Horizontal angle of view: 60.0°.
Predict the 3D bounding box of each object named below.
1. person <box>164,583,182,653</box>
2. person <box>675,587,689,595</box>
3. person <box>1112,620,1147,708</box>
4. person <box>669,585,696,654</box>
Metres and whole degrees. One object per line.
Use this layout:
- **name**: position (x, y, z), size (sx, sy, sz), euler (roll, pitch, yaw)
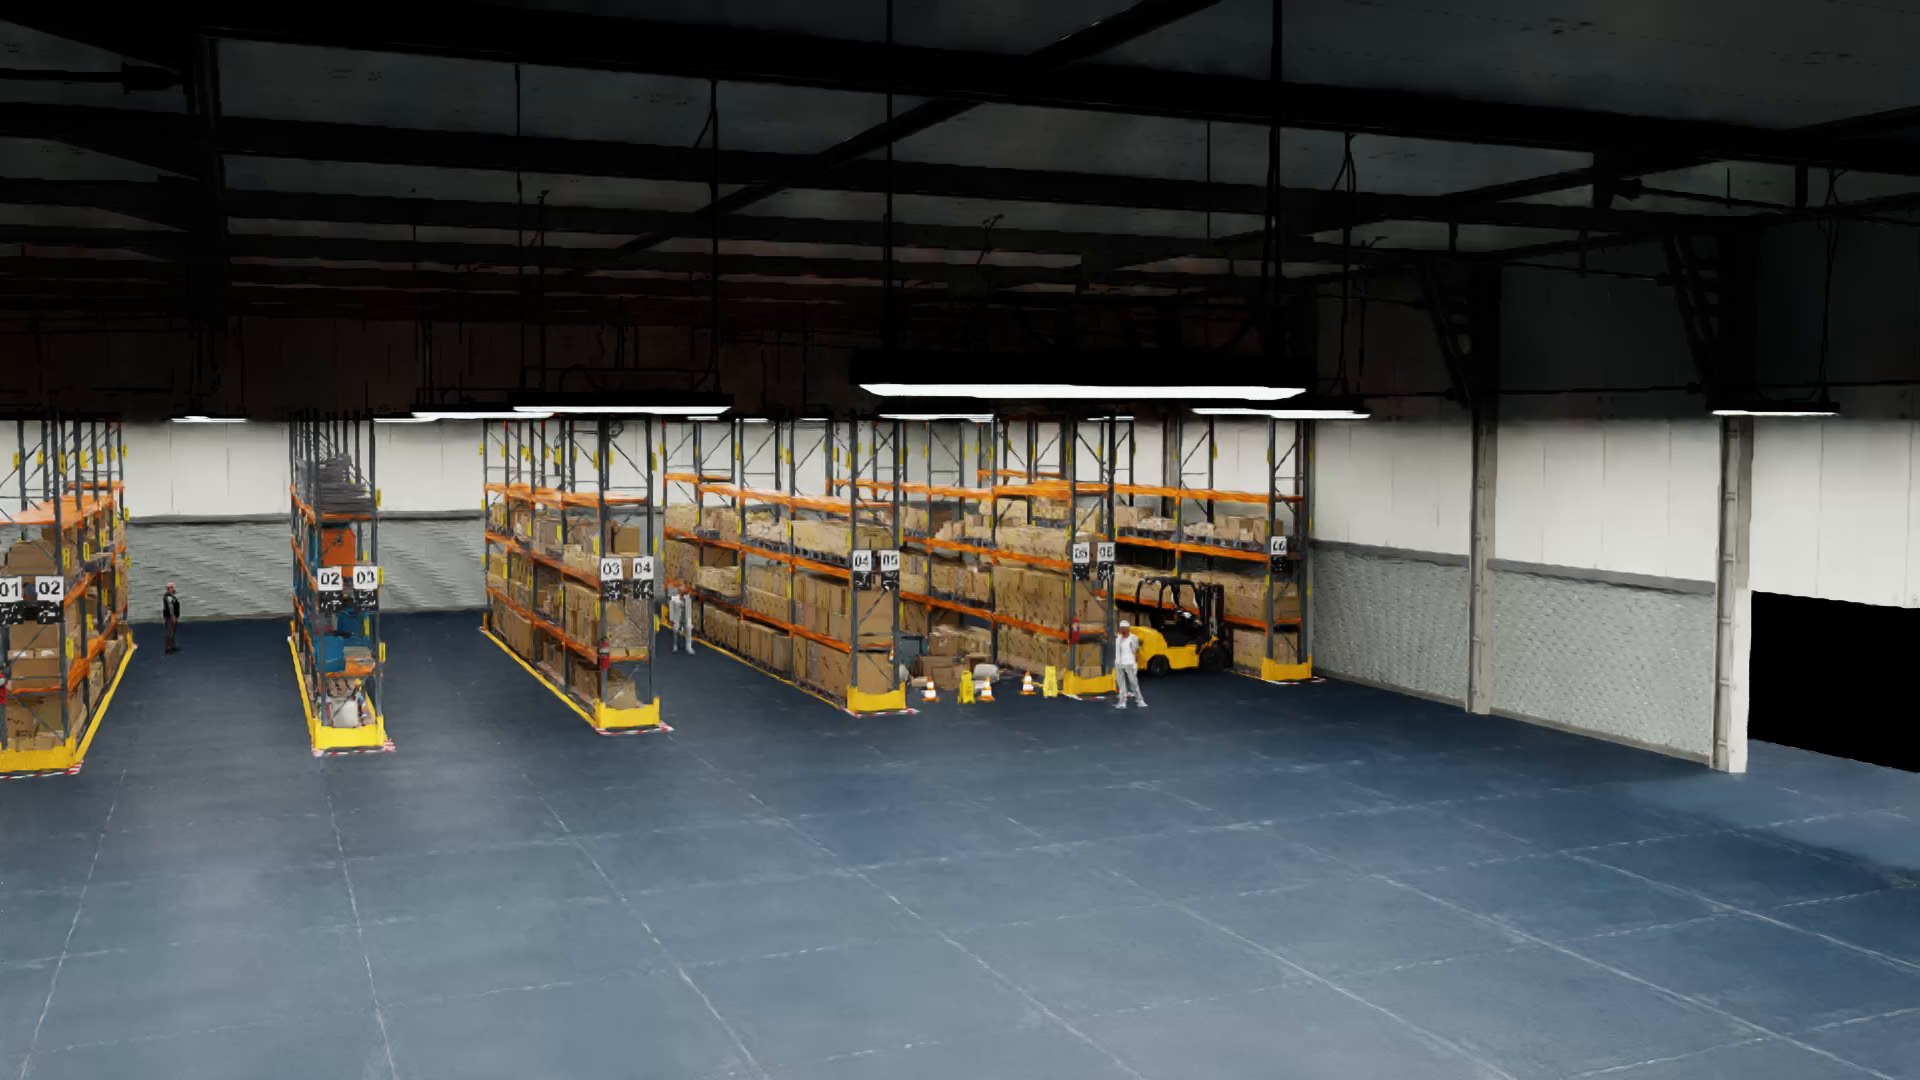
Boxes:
- **person**: position (-19.719, 1.931, 41.598), size (0.382, 1.728, 0.659), euler (-2, 4, -23)
- **person**: position (-8.682, 1.233, 52.041), size (0.616, 1.721, 0.972), euler (0, 4, -1)
- **person**: position (3.416, 2.495, 33.505), size (0.744, 1.784, 0.487), euler (3, 5, 37)
- **person**: position (-6.925, 1.964, 41.294), size (0.585, 1.698, 1.194), euler (-2, 4, -21)
